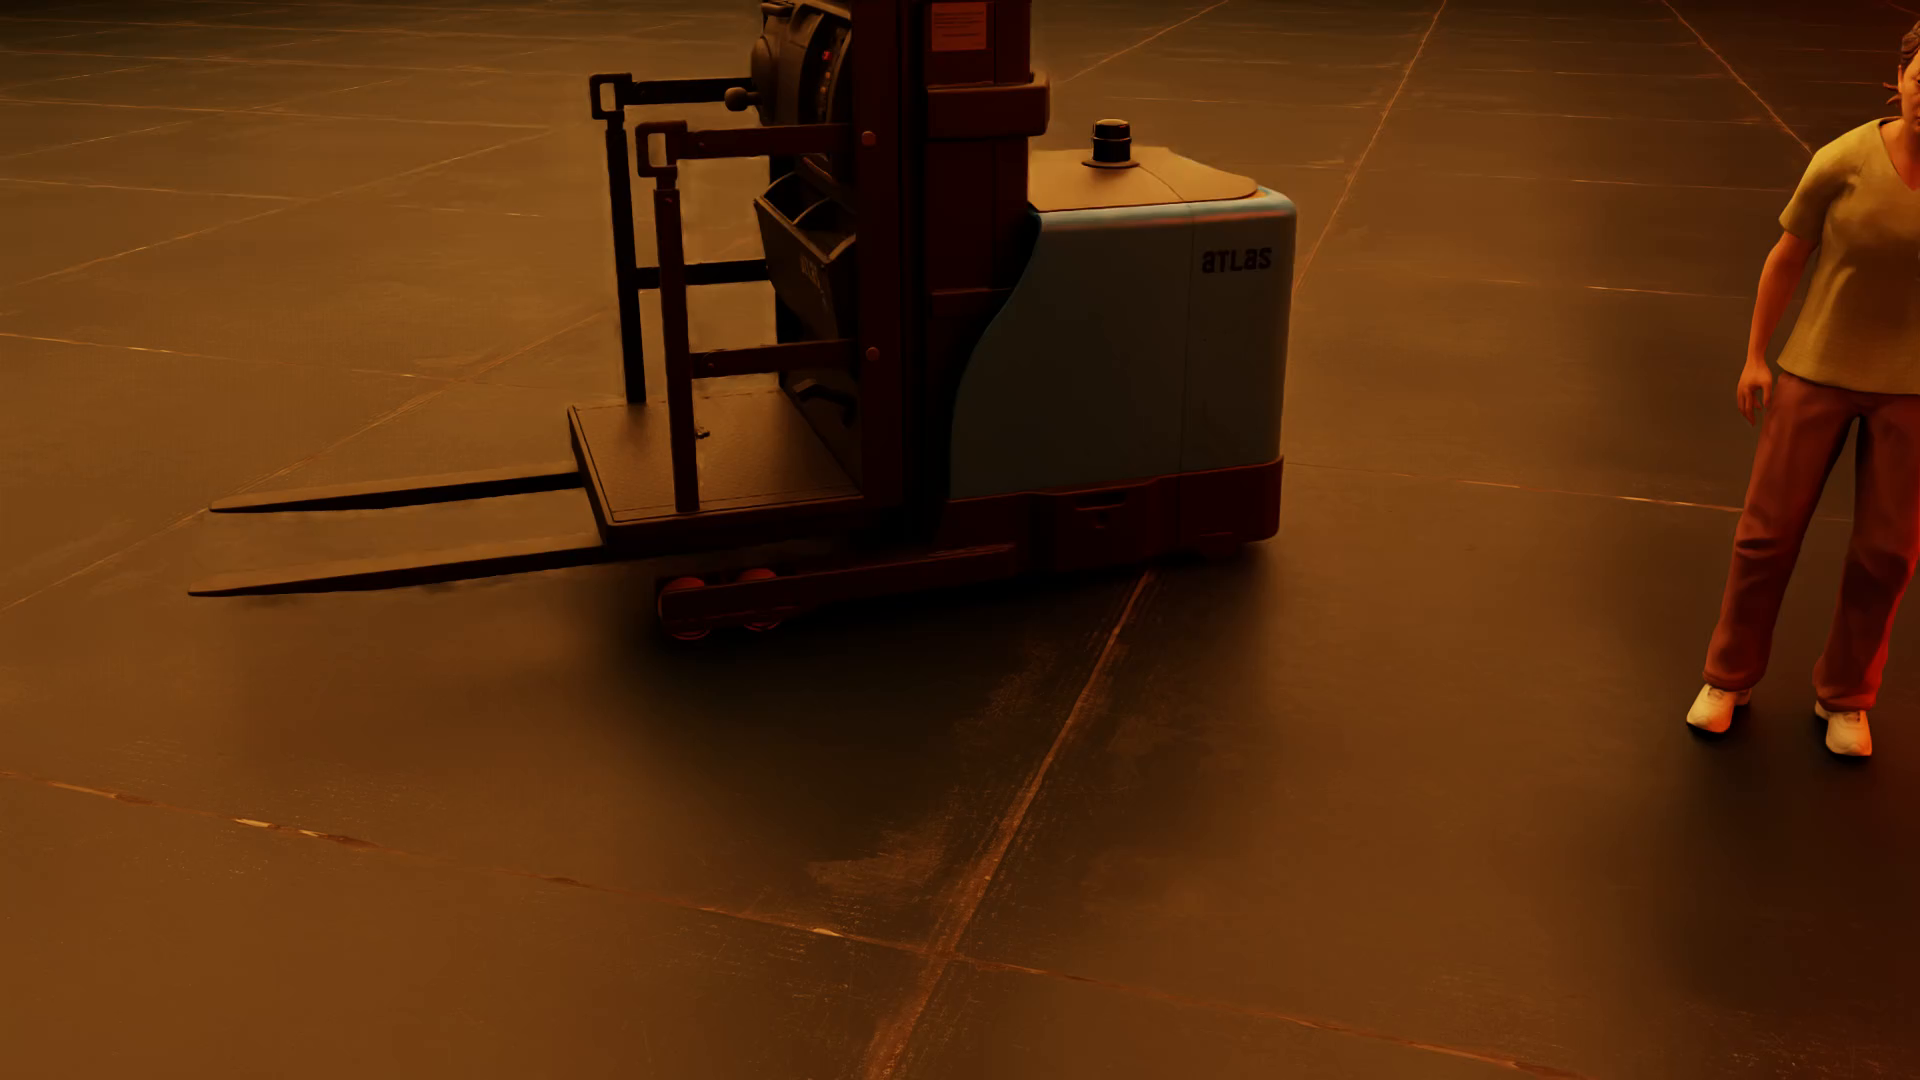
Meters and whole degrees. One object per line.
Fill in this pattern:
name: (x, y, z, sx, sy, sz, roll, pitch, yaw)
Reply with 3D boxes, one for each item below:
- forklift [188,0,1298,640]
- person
forklift: (-0.615, -1.311, 4.455, 3.031, 2.935, 1.130, -7, 23, -16)
person: (2.025, -0.327, 3.723, 0.517, 1.671, 0.370, 11, 25, 25)
